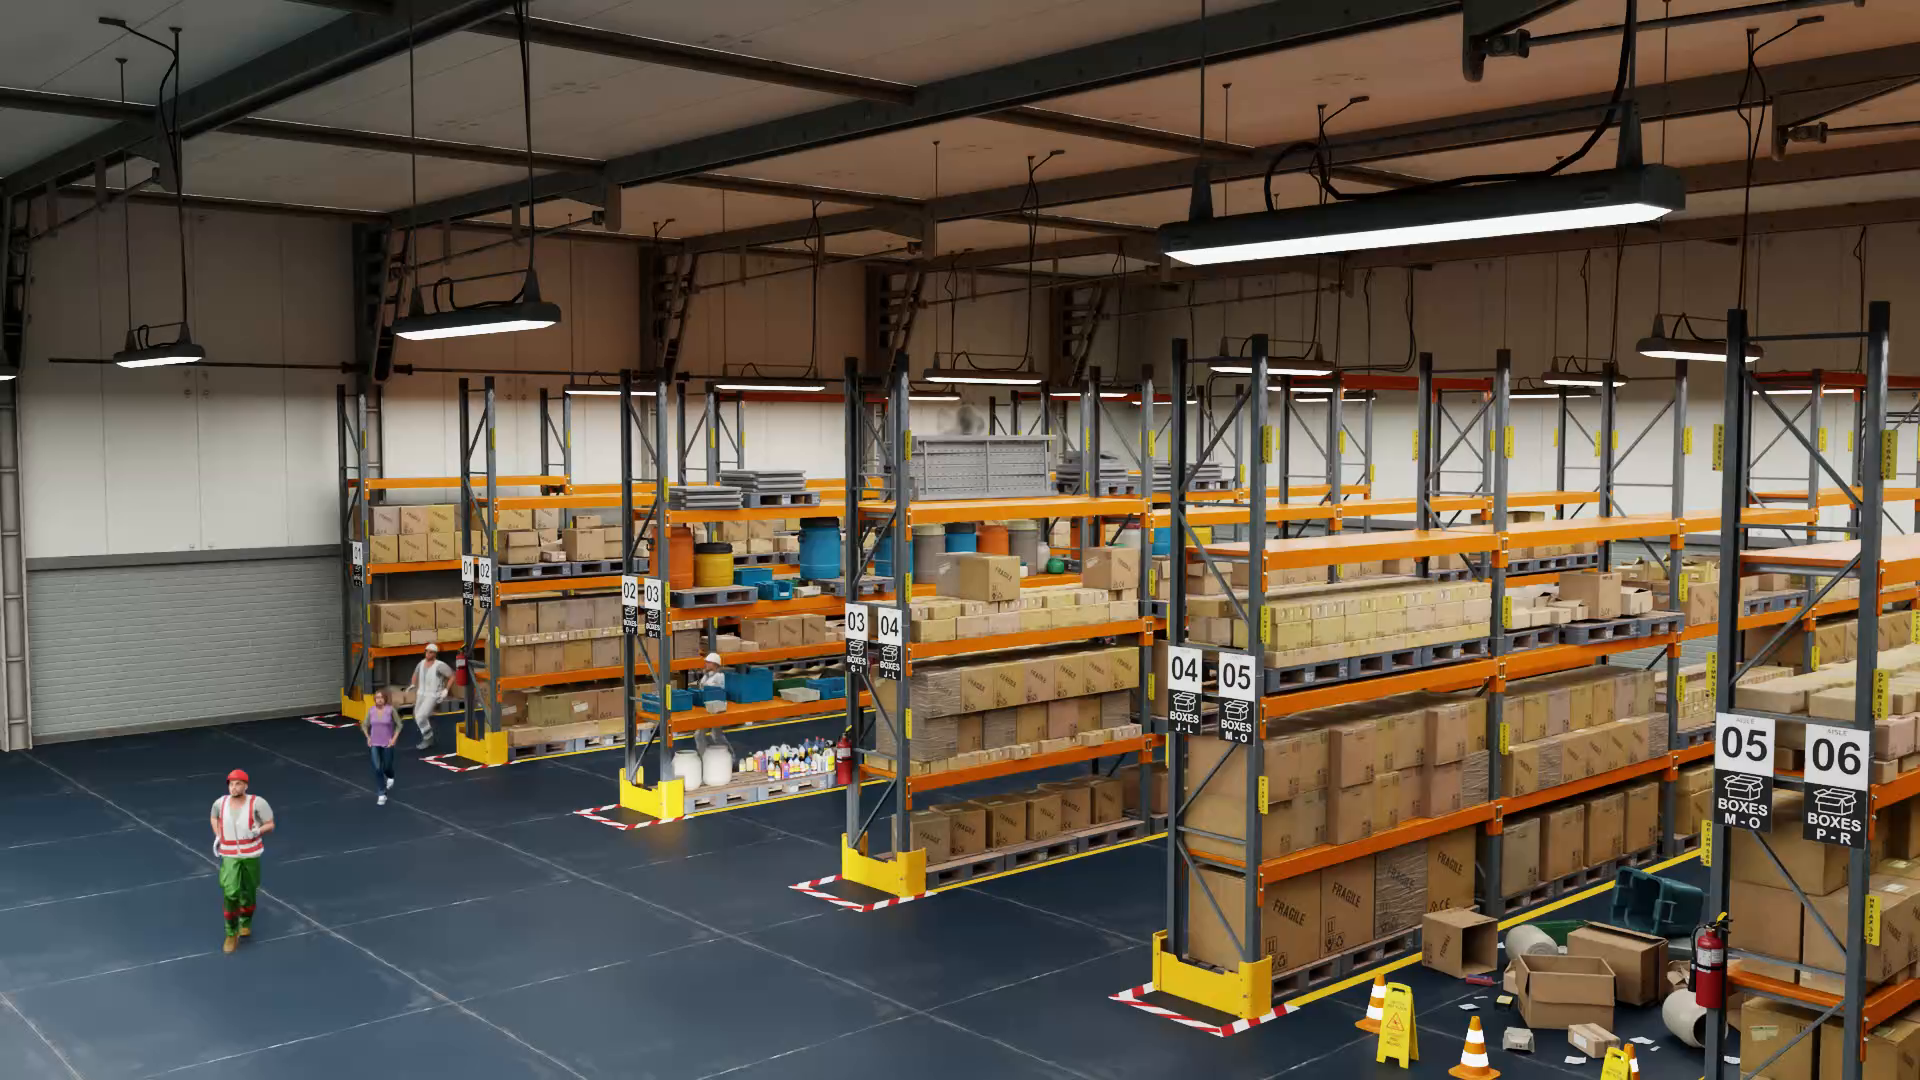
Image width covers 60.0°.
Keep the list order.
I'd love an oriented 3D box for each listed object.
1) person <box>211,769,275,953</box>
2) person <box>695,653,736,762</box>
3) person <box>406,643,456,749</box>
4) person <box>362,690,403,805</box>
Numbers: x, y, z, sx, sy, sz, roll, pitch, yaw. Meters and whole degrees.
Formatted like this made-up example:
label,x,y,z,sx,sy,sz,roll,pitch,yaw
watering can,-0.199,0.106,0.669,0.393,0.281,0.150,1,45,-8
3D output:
label,x,y,z,sx,sy,sz,roll,pitch,yaw
person,-7.173,3.197,16.622,0.616,1.832,0.746,-1,4,-18
person,-3.748,2.625,25.263,0.726,1.823,0.661,-3,5,-42
person,-8.586,2.527,26.836,0.719,1.724,0.601,2,4,25
person,-8.080,2.865,23.267,0.551,1.577,0.673,-1,4,-12
